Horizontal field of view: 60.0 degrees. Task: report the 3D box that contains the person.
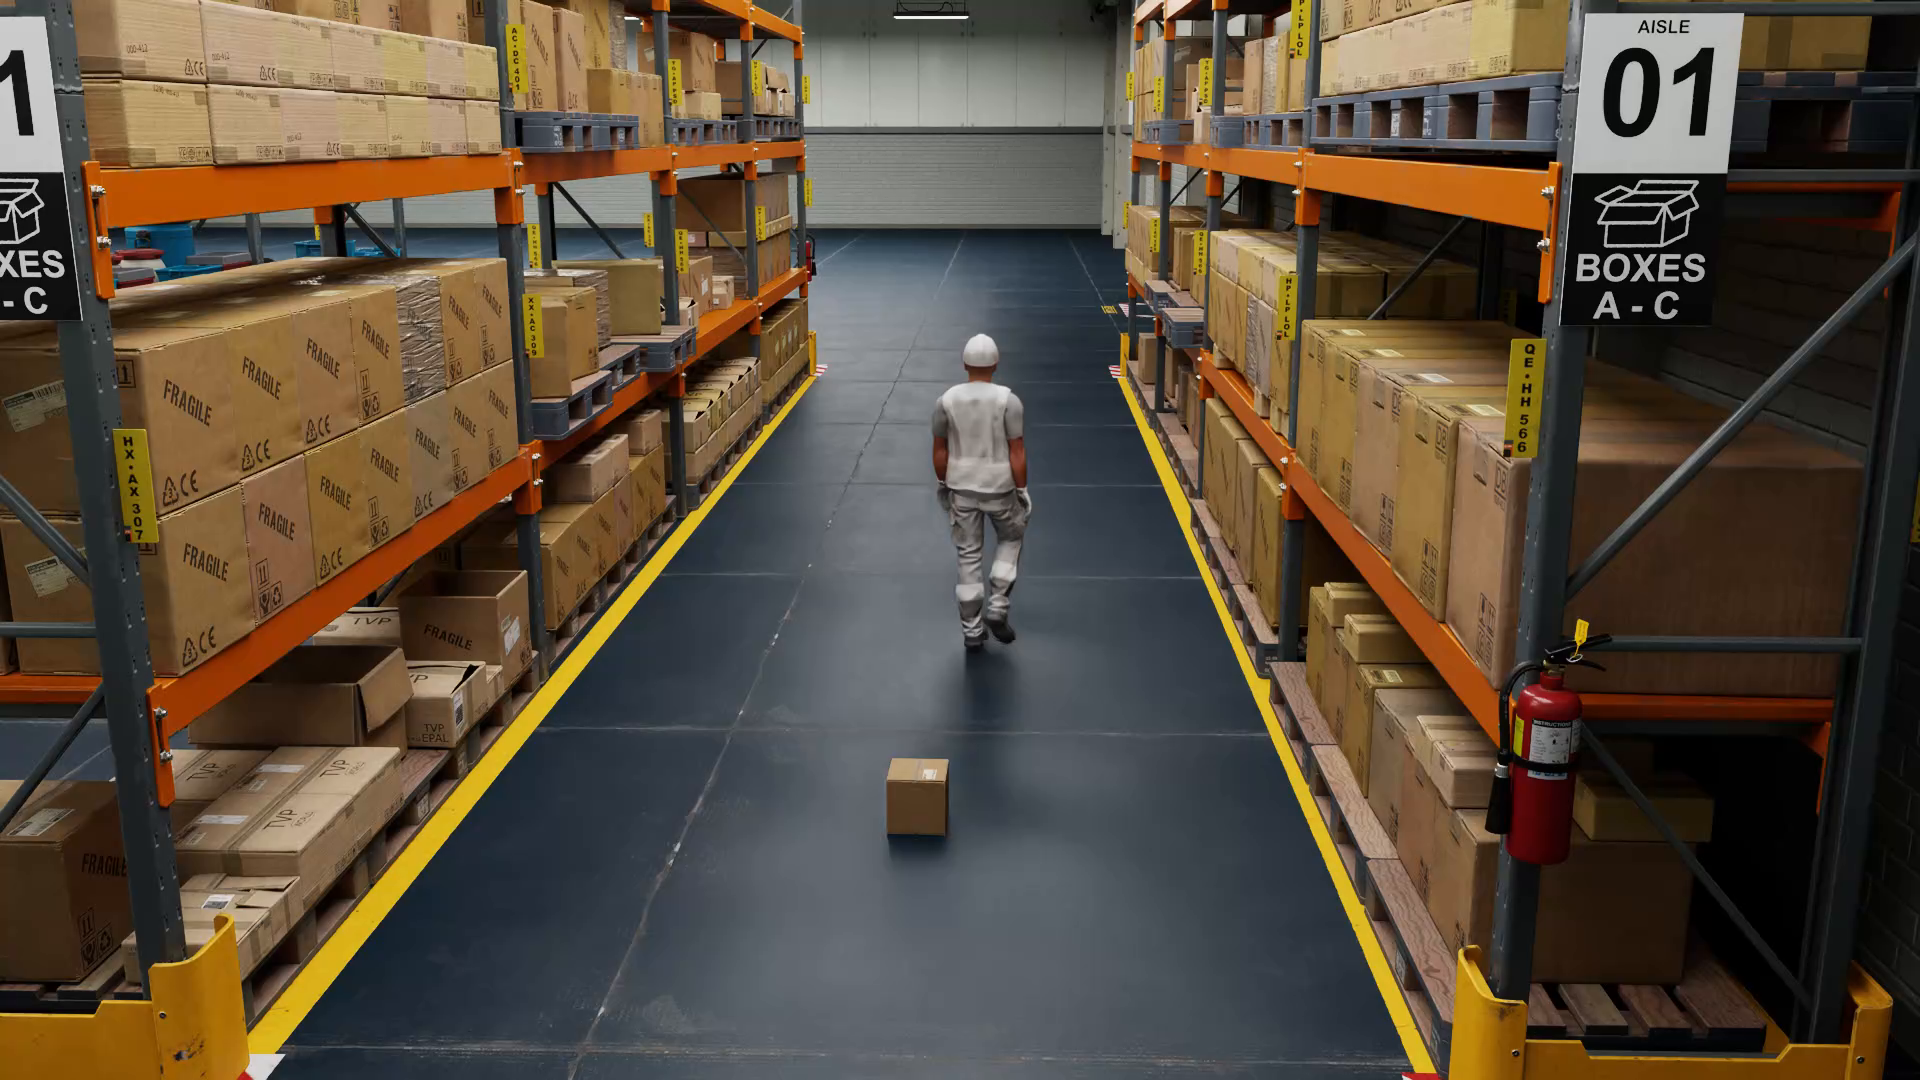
[{"bbox_3d":[0.139,-0.274,9.517,0.584,1.822,0.472,2,14,10],"label":"person"}]
